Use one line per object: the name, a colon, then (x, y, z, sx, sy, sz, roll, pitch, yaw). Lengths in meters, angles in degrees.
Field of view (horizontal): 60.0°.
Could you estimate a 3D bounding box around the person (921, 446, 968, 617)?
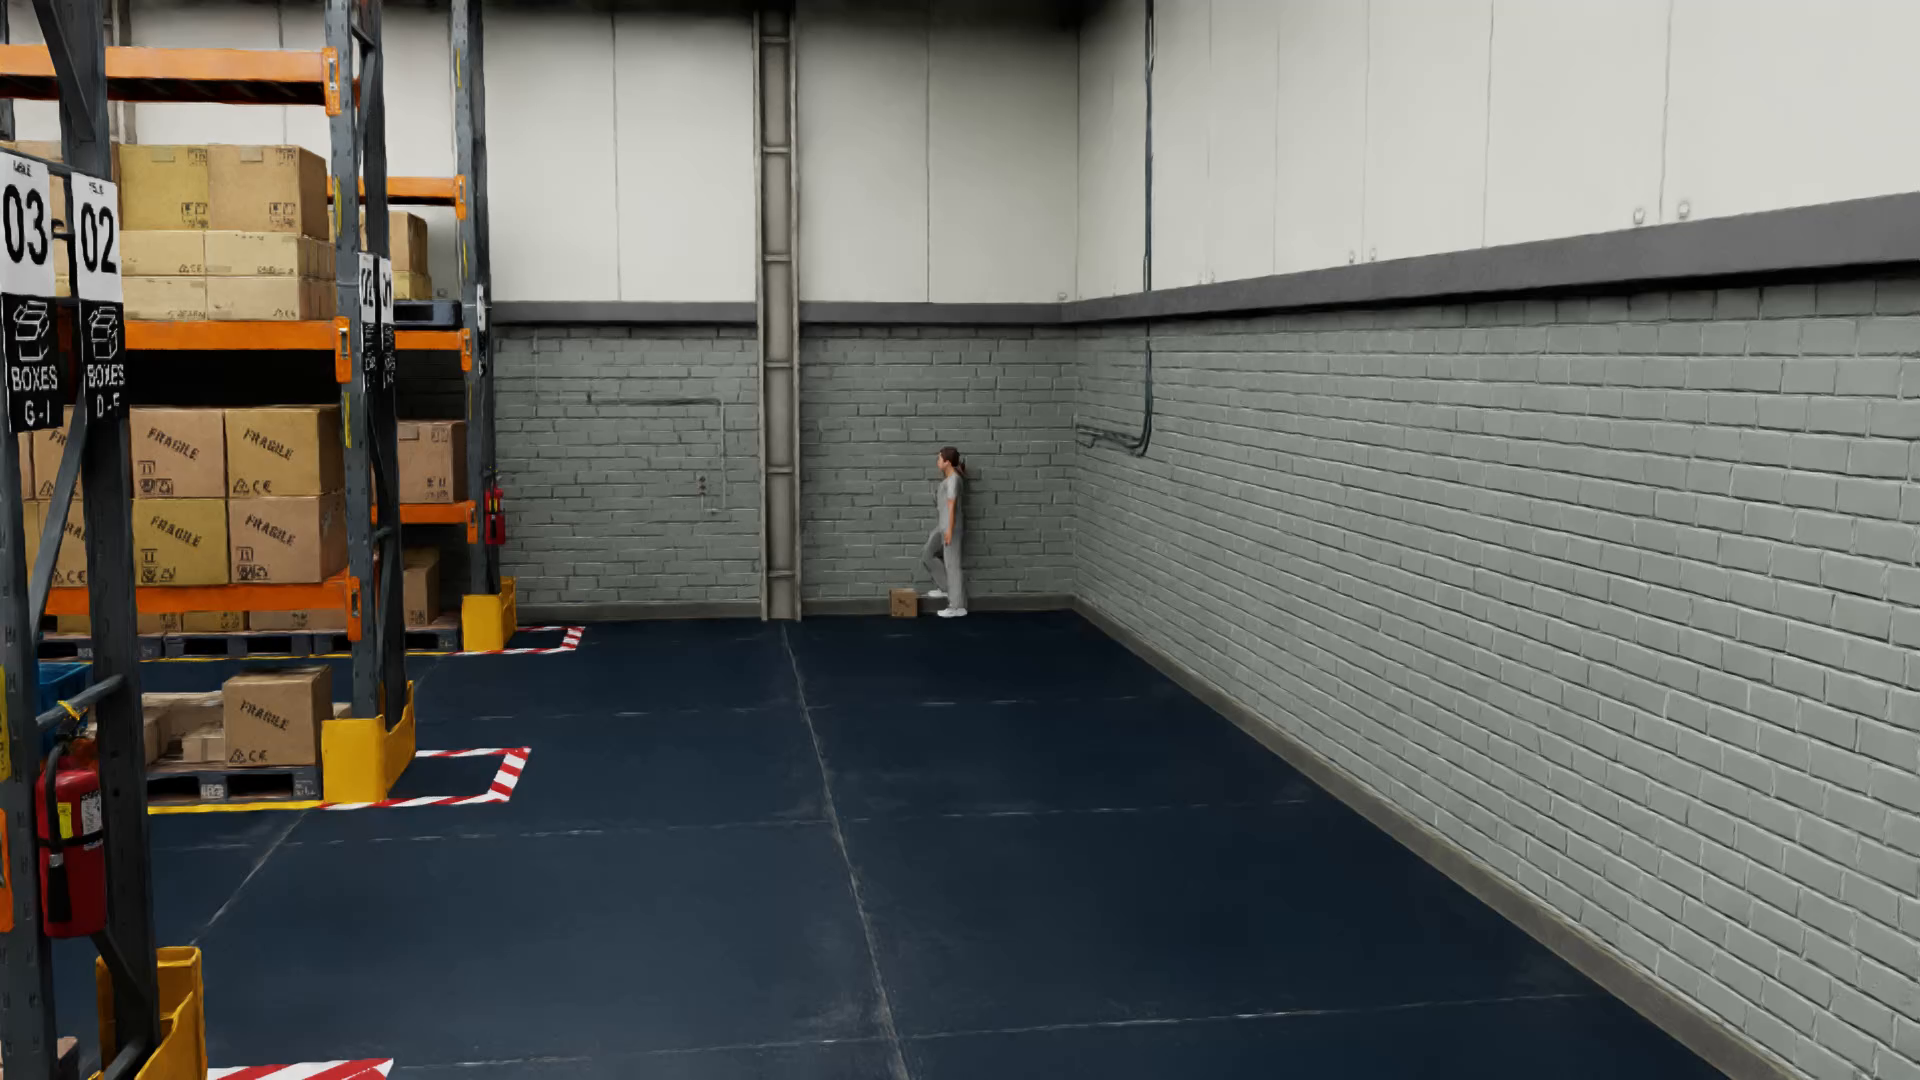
person: (-0.160, -0.097, 16.572, 0.480, 1.679, 0.462, 0, 7, 2)
